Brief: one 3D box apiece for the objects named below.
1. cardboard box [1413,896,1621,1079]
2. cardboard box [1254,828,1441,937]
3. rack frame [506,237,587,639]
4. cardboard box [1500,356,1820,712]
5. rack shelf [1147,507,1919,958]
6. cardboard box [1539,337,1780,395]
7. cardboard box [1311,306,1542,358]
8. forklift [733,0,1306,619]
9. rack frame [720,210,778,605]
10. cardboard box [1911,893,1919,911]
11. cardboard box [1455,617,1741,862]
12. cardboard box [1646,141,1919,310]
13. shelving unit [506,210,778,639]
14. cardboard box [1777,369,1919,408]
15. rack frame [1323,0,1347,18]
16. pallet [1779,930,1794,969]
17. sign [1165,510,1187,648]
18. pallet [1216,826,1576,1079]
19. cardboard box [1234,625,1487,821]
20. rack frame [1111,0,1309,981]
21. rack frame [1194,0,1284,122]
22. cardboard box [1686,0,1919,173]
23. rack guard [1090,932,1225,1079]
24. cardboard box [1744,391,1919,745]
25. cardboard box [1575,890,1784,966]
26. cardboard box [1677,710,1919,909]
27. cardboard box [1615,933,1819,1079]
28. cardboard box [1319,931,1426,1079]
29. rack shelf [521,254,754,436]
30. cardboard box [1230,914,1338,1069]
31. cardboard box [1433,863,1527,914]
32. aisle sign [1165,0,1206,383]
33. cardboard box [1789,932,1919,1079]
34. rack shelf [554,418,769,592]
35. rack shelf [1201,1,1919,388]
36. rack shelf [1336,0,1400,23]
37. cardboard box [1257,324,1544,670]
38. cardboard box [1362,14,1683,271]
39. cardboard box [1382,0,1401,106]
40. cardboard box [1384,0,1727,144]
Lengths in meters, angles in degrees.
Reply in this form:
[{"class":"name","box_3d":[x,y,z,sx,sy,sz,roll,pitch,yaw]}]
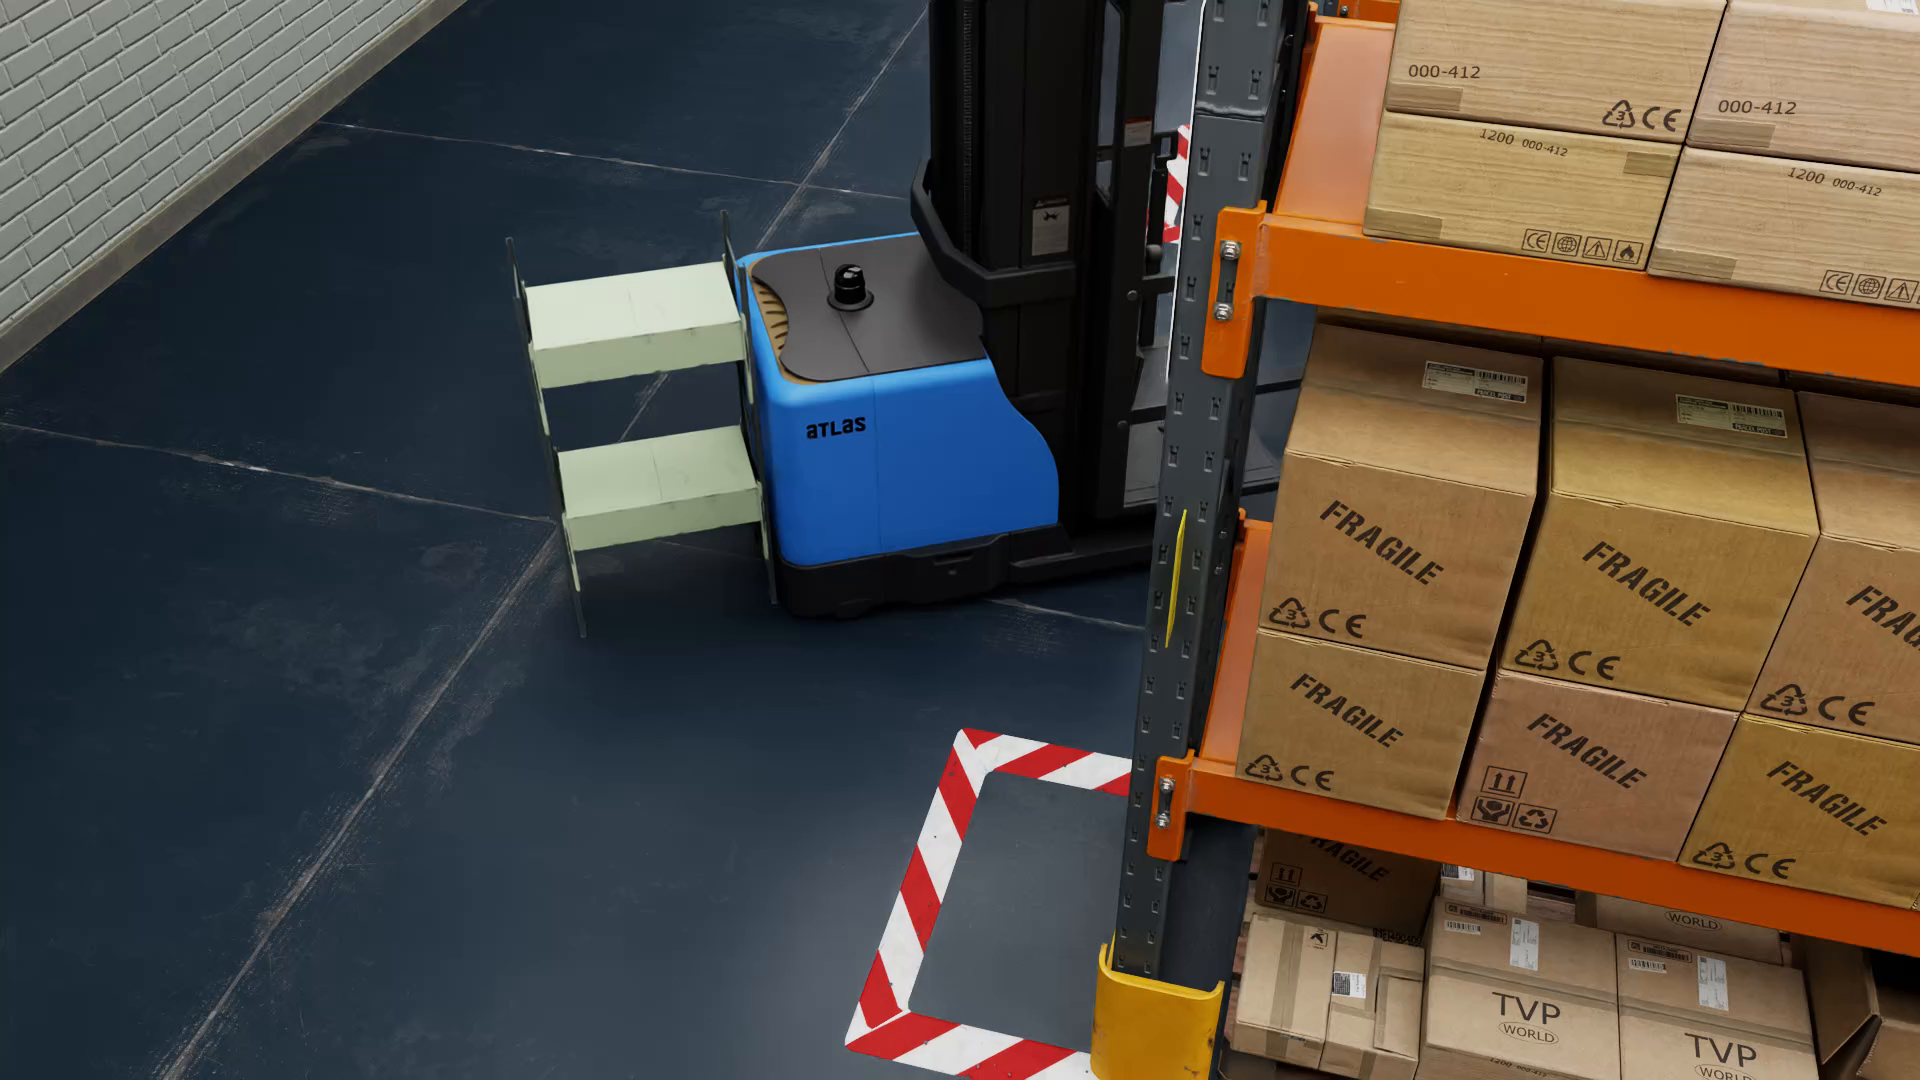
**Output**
[{"class":"cardboard box","box_3d":[1.548,1.315,4.648,0.500,0.250,0.500,10,41,11]},{"class":"cardboard box","box_3d":[1.202,0.807,5.059,0.500,0.500,0.500,10,41,11]},{"class":"rack frame","box_3d":[-1.478,-0.326,5.972,0.023,1.500,0.400,-10,41,-11]},{"class":"cardboard box","box_3d":[1.481,-0.021,3.587,0.500,0.500,0.500,10,41,12]},{"class":"rack shelf","box_3d":[2.545,0.689,4.157,4.000,0.370,1.077,10,41,11]},{"class":"cardboard box","box_3d":[1.602,-0.354,3.984,0.500,0.500,0.500,11,41,13]},{"class":"cardboard box","box_3d":[1.114,-0.437,4.083,0.500,0.500,0.500,9,41,11]},{"class":"forklift","box_3d":[0.677,-1.341,6.067,3.031,2.935,1.130,-10,41,-11]},{"class":"rack frame","box_3d":[-0.771,-0.449,6.118,0.023,1.500,0.400,-10,41,-11]},{"class":"cardboard box","box_3d":[2.440,0.532,3.707,0.500,0.500,0.500,10,41,12]},{"class":"cardboard box","box_3d":[1.473,0.362,3.908,0.500,0.500,0.500,9,41,11]},{"class":"cardboard box","box_3d":[1.523,-0.676,3.007,0.500,0.250,0.500,10,41,11]},{"class":"shelving unit","box_3d":[-1.124,-0.387,6.045,0.755,1.500,0.431,-10,41,-11]},{"class":"cardboard box","box_3d":[2.104,-0.271,3.885,0.500,0.500,0.500,11,41,13]},{"class":"rack frame","box_3d":[1.897,-2.996,7.985,0.127,3.000,1.000,10,41,11]},{"class":"pallet","box_3d":[2.632,1.497,4.803,1.213,0.211,1.003,10,41,11]},{"class":"sign","box_3d":[0.473,0.086,3.642,0.005,0.325,0.100,10,41,11]},{"class":"pallet","box_3d":[1.457,1.293,5.046,1.213,0.211,1.003,10,41,11]},{"class":"cardboard box","box_3d":[0.974,0.280,4.007,0.500,0.500,0.500,11,41,12]},{"class":"rack frame","box_3d":[0.613,0.081,4.322,0.127,3.000,1.000,10,41,11]},{"class":"rack frame","box_3d":[0.613,-2.217,2.392,0.127,3.000,1.000,10,41,11]},{"class":"cardboard box","box_3d":[1.523,-0.867,2.846,0.500,0.250,0.500,10,41,11]},{"class":"rack guard","box_3d":[0.687,1.050,5.111,0.348,0.500,1.175,10,41,11]},{"class":"cardboard box","box_3d":[1.963,0.065,3.485,0.500,0.500,0.500,10,41,12]},{"class":"cardboard box","box_3d":[2.112,1.079,4.929,0.500,0.250,0.500,10,41,11]},{"class":"cardboard box","box_3d":[1.957,0.448,3.807,0.500,0.500,0.500,10,41,11]},{"class":"cardboard box","box_3d":[2.031,1.398,4.549,0.500,0.250,0.500,10,41,11]},{"class":"cardboard box","box_3d":[1.170,1.322,4.705,0.250,0.166,0.380,10,41,11]},{"class":"rack shelf","box_3d":[-1.124,-0.686,5.794,0.720,0.370,0.431,-10,41,-11]},{"class":"cardboard box","box_3d":[0.929,1.287,4.760,0.250,0.149,0.380,10,41,11]},{"class":"cardboard box","box_3d":[1.570,1.058,5.019,0.250,0.166,0.380,10,41,11]},{"class":"aisle sign","box_3d":[0.471,-0.744,3.282,0.004,0.787,0.394,10,41,11]},{"class":"cardboard box","box_3d":[2.661,1.224,4.559,0.637,0.503,0.797,10,41,11]},{"class":"rack shelf","box_3d":[-1.124,-0.138,6.255,0.720,0.370,0.431,-10,41,-11]},{"class":"rack shelf","box_3d":[2.545,-0.460,3.193,4.000,0.370,1.077,10,41,11]},{"class":"rack shelf","box_3d":[3.829,-2.388,7.821,4.000,0.370,1.077,10,41,11]},{"class":"cardboard box","box_3d":[0.974,-0.103,3.685,0.500,0.500,0.500,11,41,13]},{"class":"cardboard box","box_3d":[1.044,-0.767,3.116,0.500,0.250,0.500,10,41,11]},{"class":"cardboard box","box_3d":[1.178,-1.089,3.499,0.500,0.250,0.500,10,41,11]},{"class":"cardboard box","box_3d":[1.042,-0.955,2.950,0.500,0.250,0.500,10,41,11]}]
